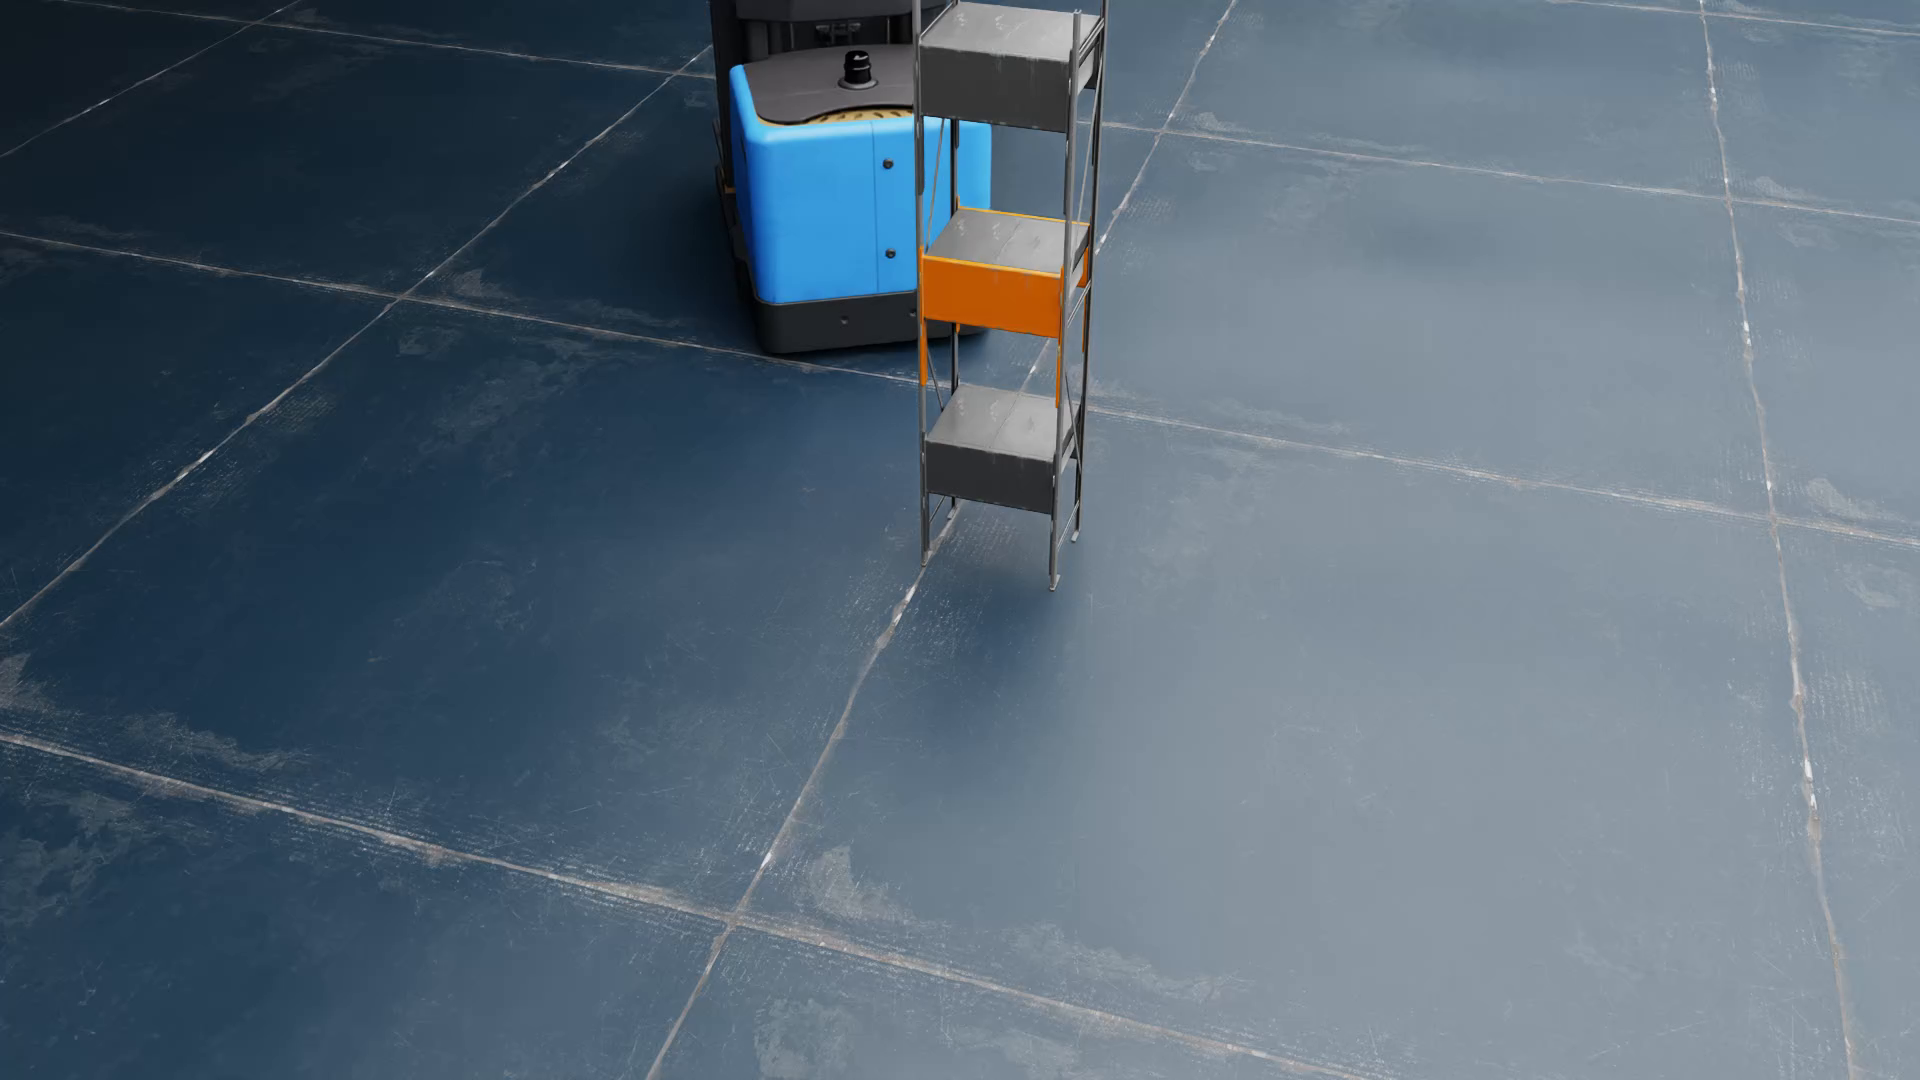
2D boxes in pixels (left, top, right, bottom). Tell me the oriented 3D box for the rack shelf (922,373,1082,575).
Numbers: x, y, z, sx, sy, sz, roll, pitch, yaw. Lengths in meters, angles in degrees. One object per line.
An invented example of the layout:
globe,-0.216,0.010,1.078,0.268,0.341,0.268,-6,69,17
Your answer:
rack shelf,0.158,-0.242,6.011,0.480,0.518,0.431,10,38,14

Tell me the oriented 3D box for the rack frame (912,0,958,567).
rack frame,-0.075,-0.860,5.646,0.015,2.100,0.400,10,38,14

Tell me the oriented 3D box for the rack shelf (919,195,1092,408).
rack shelf,0.158,-0.805,5.596,0.480,0.518,0.431,10,38,14

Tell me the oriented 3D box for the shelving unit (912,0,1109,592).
shelving unit,0.158,-0.816,5.588,0.503,2.100,0.431,10,38,14

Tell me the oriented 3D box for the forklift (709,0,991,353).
forklift,-0.655,-2.863,7.668,1.130,2.935,3.031,-7,37,-9

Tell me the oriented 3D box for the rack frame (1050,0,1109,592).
rack frame,0.391,-0.773,5.529,0.015,2.100,0.400,10,38,14

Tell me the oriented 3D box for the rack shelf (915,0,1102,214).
rack shelf,0.158,-1.369,5.181,0.480,0.518,0.431,10,38,14
